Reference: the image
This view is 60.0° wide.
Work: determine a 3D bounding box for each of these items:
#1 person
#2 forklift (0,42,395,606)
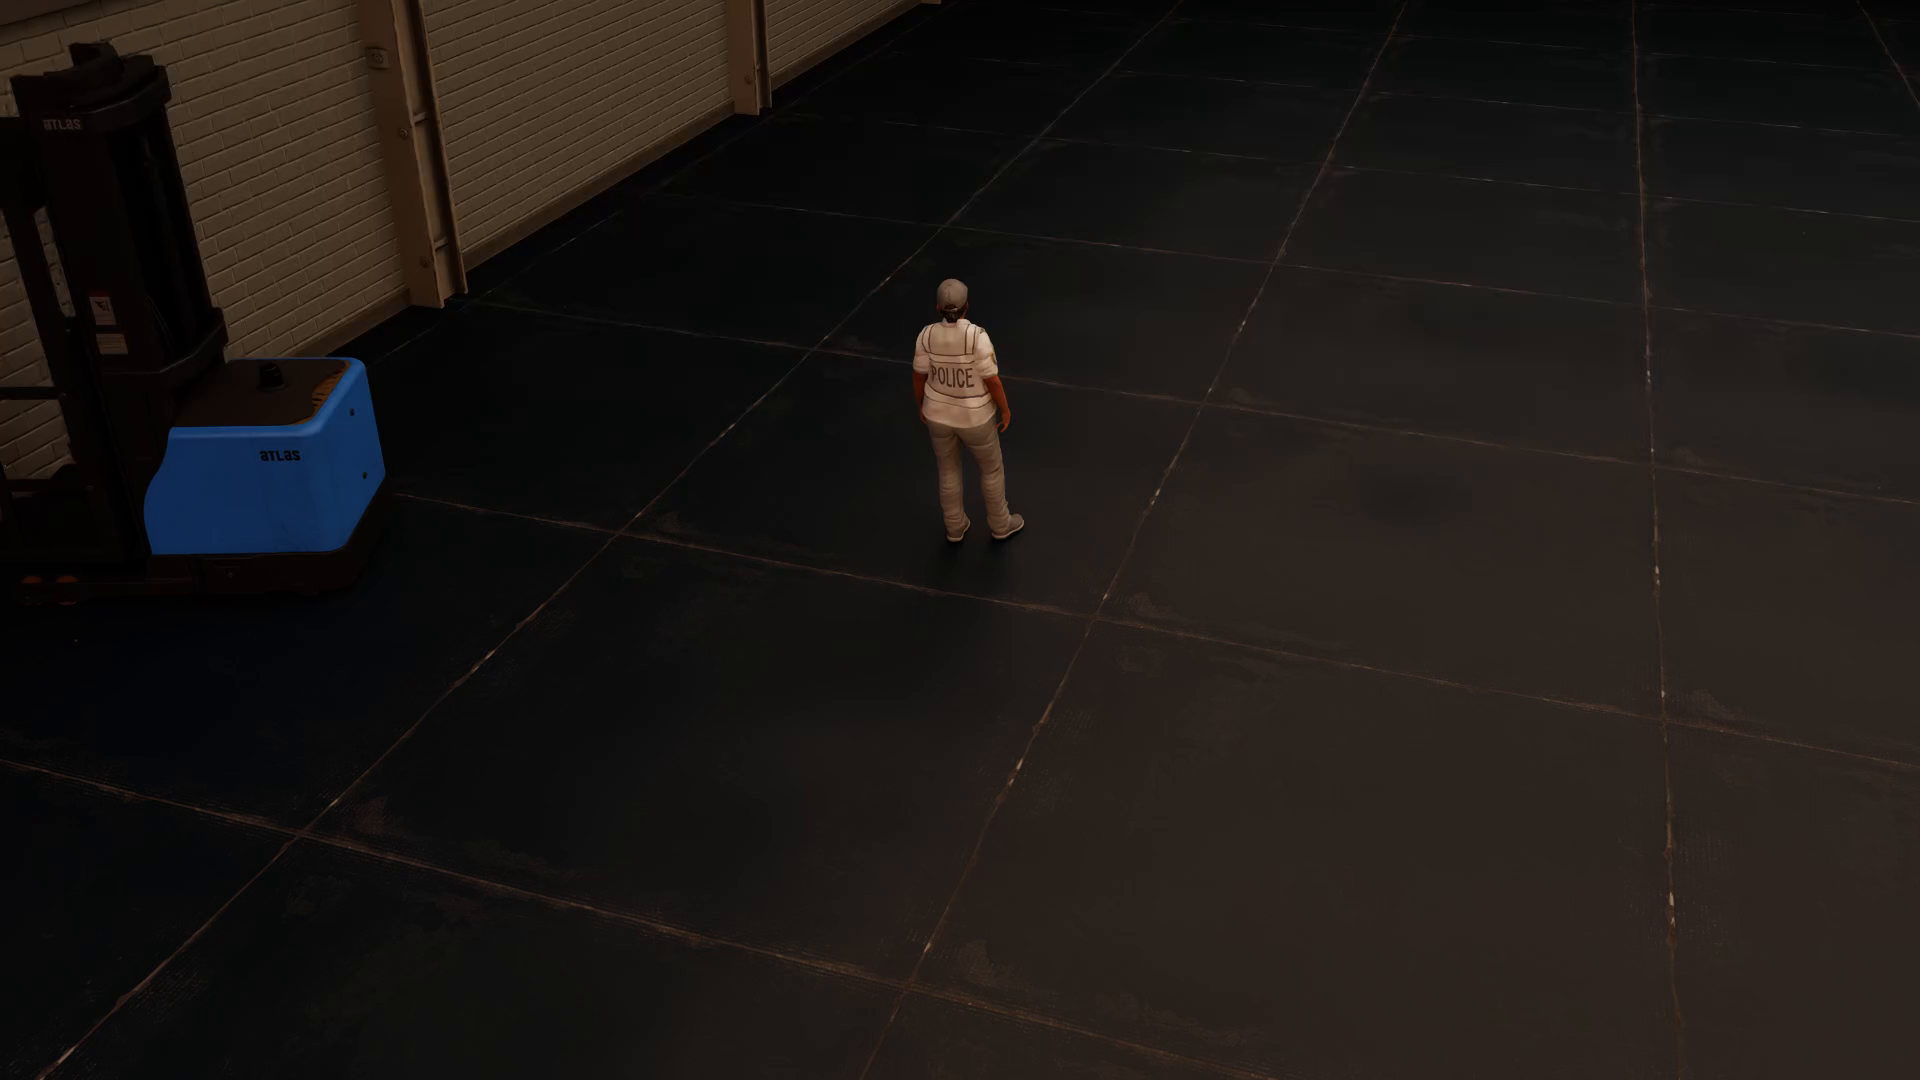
[{"bbox_3d":[0.047,-0.763,9.736,0.598,1.670,0.529,10,31,16],"label":"person"},{"bbox_3d":[-4.997,-1.167,9.183,3.031,2.935,1.130,-1,30,-2],"label":"forklift"}]
